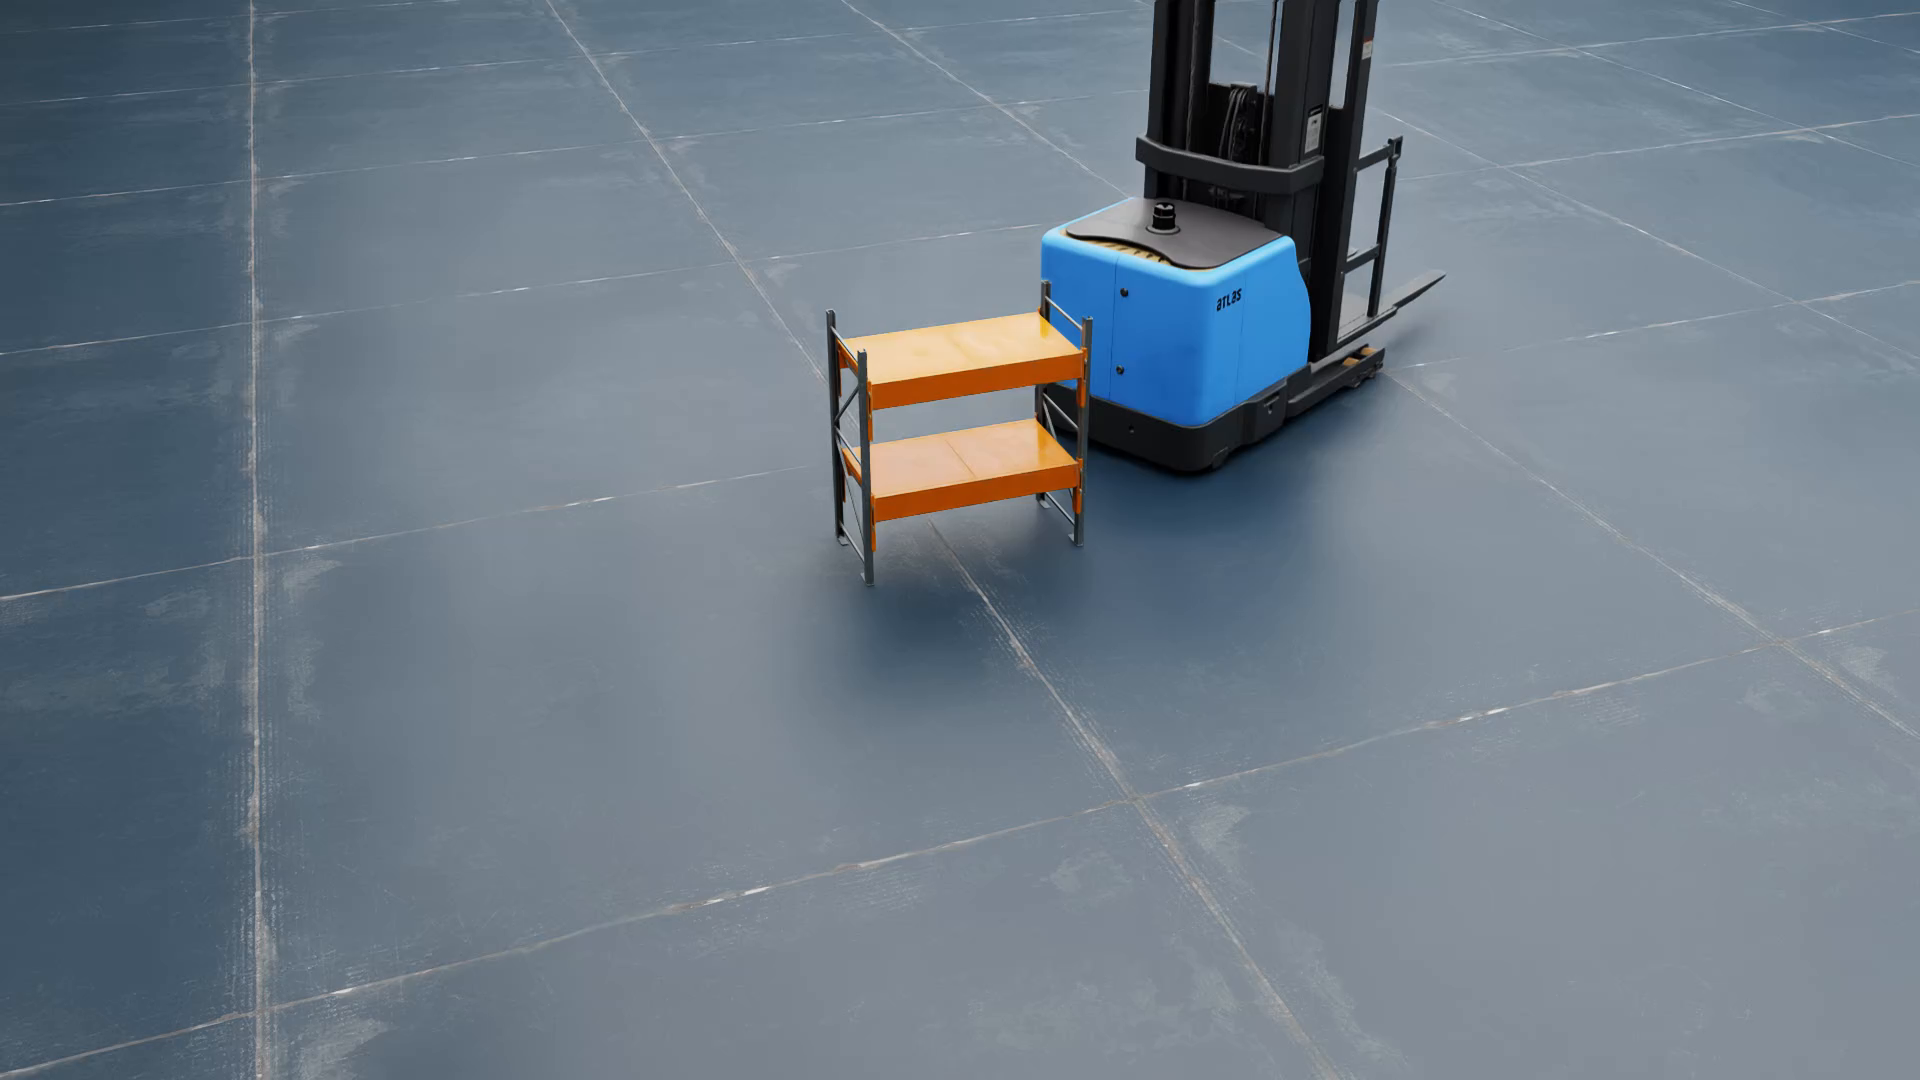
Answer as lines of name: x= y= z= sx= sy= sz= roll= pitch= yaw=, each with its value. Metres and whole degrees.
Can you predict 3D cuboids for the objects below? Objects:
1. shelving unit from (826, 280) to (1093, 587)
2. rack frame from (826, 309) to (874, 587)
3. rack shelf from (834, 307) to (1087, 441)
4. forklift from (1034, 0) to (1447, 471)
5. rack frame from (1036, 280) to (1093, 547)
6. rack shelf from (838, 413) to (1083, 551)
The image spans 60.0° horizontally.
shelving unit: x=-0.006 y=-0.488 z=7.469 sx=1.048 sy=1.125 sz=0.538 roll=-10 pitch=31 yaw=-18
rack frame: x=-0.483 y=-0.400 z=7.315 sx=0.032 sy=1.125 sz=0.500 roll=-10 pitch=31 yaw=-18
rack shelf: x=-0.006 y=-0.742 z=7.325 sx=1.000 sy=0.278 sz=0.538 roll=-10 pitch=31 yaw=-18
forklift: x=1.735 y=-2.263 z=8.761 sx=1.130 sy=2.935 sz=3.031 roll=23 pitch=37 yaw=35
rack frame: x=0.470 y=-0.575 z=7.624 sx=0.032 sy=1.125 sz=0.500 roll=-10 pitch=31 yaw=-18
rack shelf: x=-0.006 y=-0.275 z=7.591 sx=1.000 sy=0.278 sz=0.538 roll=-10 pitch=31 yaw=-18
